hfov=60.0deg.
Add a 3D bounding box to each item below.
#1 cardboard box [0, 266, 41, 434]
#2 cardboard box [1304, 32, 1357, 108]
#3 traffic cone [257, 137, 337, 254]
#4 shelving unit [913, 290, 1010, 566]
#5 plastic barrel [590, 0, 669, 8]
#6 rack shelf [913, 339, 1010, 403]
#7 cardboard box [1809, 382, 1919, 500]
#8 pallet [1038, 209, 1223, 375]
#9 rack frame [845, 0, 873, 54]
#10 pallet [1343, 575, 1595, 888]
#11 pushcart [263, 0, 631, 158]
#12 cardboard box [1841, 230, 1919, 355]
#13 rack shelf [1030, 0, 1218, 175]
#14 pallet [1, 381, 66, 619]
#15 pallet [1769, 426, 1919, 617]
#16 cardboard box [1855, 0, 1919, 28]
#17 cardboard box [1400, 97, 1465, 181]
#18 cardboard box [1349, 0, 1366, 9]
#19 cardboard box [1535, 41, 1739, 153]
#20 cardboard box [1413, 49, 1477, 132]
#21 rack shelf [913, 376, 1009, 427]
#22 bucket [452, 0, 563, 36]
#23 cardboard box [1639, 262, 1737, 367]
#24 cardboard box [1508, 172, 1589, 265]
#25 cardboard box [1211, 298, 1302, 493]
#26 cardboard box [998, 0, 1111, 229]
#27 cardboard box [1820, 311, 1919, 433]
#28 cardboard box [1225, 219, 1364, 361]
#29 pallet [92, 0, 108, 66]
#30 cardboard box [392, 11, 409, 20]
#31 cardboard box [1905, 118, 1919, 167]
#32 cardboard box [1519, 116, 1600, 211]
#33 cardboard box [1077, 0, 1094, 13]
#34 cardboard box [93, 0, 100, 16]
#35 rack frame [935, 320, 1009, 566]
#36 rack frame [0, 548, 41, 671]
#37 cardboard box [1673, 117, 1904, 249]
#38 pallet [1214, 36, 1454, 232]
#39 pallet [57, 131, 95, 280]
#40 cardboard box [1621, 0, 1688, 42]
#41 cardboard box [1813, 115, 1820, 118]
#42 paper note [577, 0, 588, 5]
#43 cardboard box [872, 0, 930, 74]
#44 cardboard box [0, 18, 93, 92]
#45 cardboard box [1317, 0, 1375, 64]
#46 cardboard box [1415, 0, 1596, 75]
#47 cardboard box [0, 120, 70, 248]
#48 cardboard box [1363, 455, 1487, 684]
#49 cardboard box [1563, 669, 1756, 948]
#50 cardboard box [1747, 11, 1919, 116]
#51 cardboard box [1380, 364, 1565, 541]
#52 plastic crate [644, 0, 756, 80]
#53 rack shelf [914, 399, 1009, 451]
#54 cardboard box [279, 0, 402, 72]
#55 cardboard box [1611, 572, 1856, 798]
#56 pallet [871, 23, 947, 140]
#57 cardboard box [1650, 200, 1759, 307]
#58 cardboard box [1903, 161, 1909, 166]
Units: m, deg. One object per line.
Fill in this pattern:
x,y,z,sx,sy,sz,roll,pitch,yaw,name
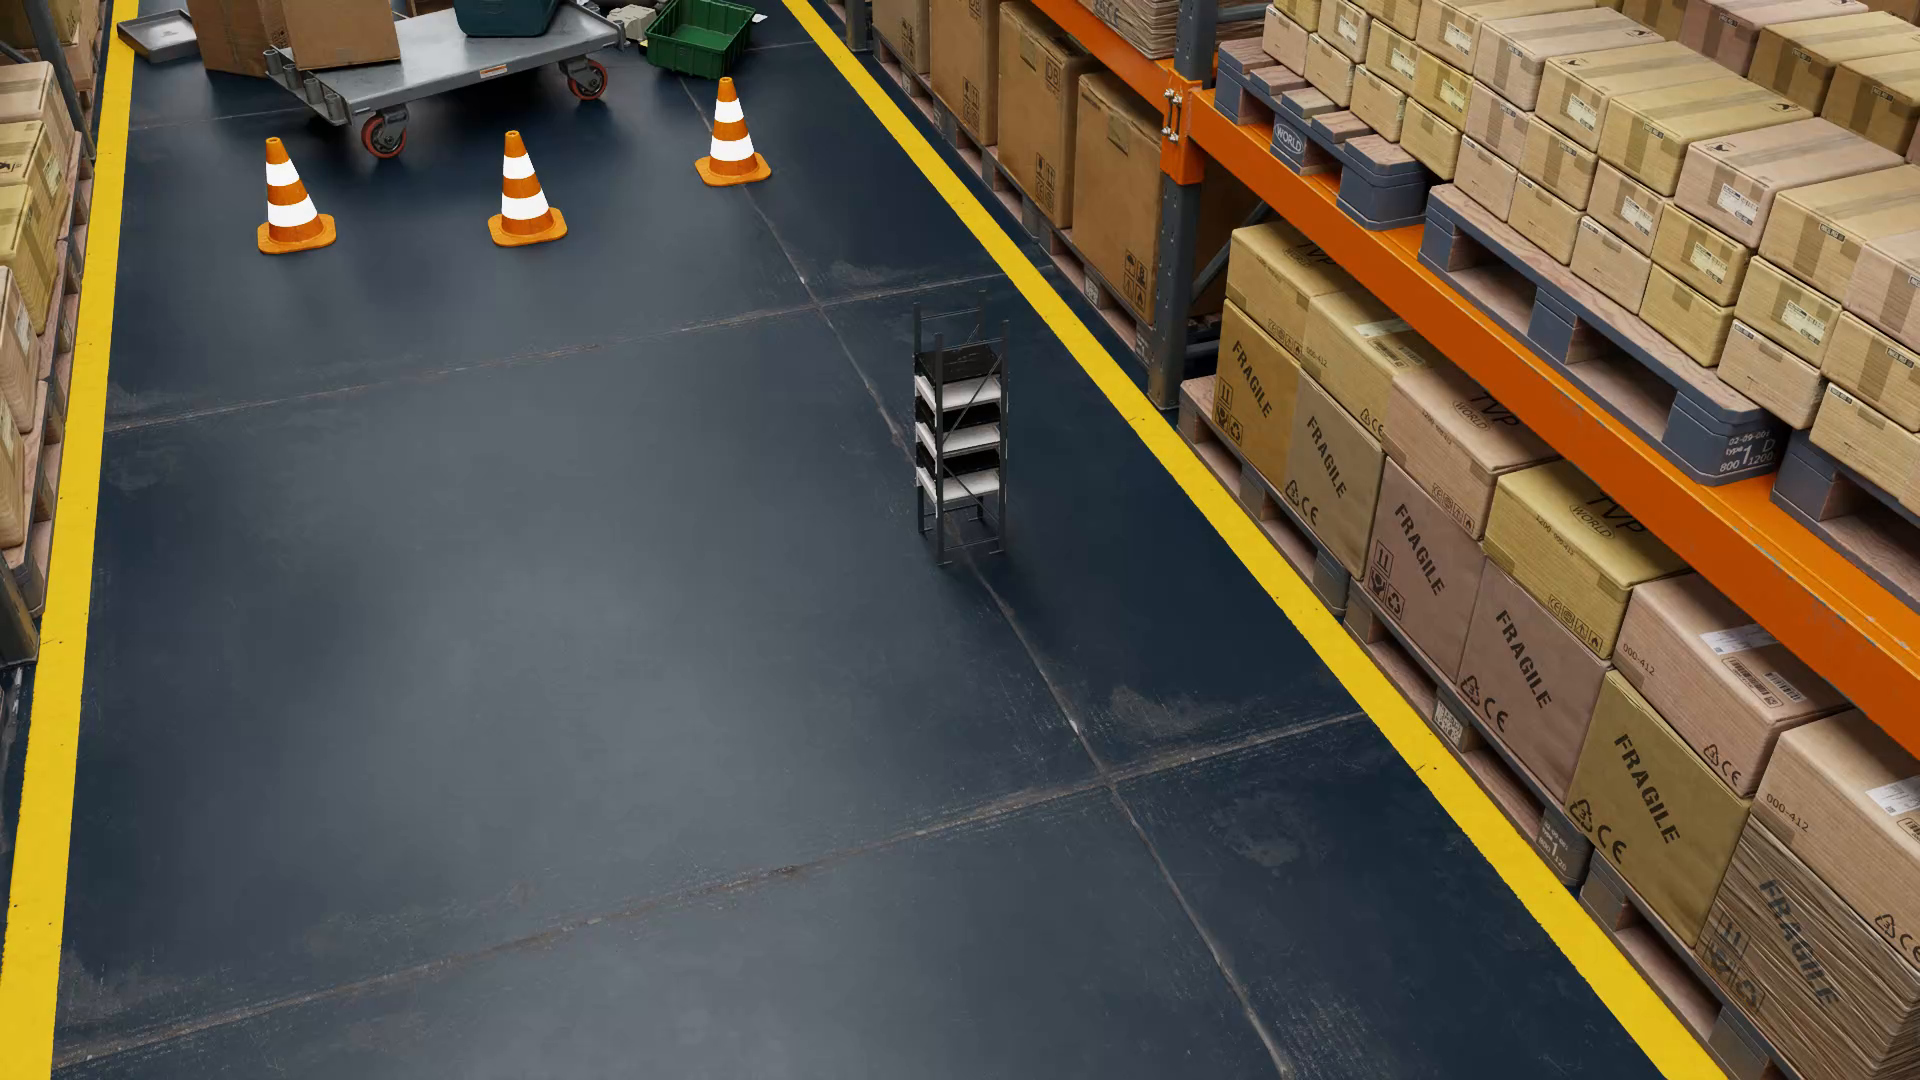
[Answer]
-3.840,-0.597,5.885,0.950,0.372,0.625,-13,39,-17,cardboard box
1.276,-1.446,5.036,0.380,0.149,0.250,-11,38,-14,cardboard box
-3.029,-1.578,7.461,0.336,0.463,0.334,-12,39,-16,traffic cone
0.003,-0.355,5.473,0.258,0.900,0.210,-12,39,-16,shelving unit
-1.988,-3.378,9.883,0.512,0.421,0.421,12,39,16,plastic barrel
0.003,-0.544,5.331,0.258,0.077,0.200,-12,39,-16,rack shelf
2.013,-0.245,3.442,0.380,0.149,0.250,-14,39,-18,cardboard box
1.019,-1.172,7.130,1.003,0.211,1.213,-12,39,-16,pallet
-0.157,-4.084,8.679,1.000,3.000,0.127,-12,39,-16,rack frame
1.903,0.419,5.018,1.003,0.211,1.213,-12,39,-16,pallet
-2.647,-2.455,8.696,1.648,0.377,0.936,-27,45,-31,pushcart
2.003,-0.503,3.289,0.380,0.149,0.250,-13,39,-16,cardboard box
0.531,-2.667,7.396,1.077,0.370,4.000,-12,39,-16,rack shelf
-3.661,-0.071,5.668,1.003,0.211,1.213,-12,39,-16,pallet
2.469,0.050,3.350,1.003,0.211,1.213,-12,39,-16,pallet
5.257,-2.976,8.919,0.700,0.500,0.500,-9,38,-12,cardboard box
1.463,-1.141,4.632,0.380,0.149,0.250,-11,38,-14,cardboard box
1.291,-1.677,4.849,0.380,0.149,0.250,-13,39,-17,cardboard box
1.650,-1.086,4.064,0.380,0.149,0.250,-11,38,-15,cardboard box
1.474,-1.251,4.530,0.380,0.149,0.250,-12,39,-16,cardboard box
0.003,-0.472,5.385,0.258,0.077,0.200,-12,39,-16,rack shelf
-2.369,-2.983,8.675,0.726,0.611,0.620,0,47,0,bucket
1.822,-0.551,3.848,0.380,0.149,0.250,-11,38,-14,cardboard box
1.642,-0.849,4.243,0.380,0.149,0.250,-12,39,-15,cardboard box
1.223,-0.541,5.704,0.500,0.500,0.500,-14,39,-18,cardboard box
0.790,-1.949,7.366,1.050,0.750,0.750,-12,39,-15,cardboard box
2.001,-0.378,3.371,0.380,0.149,0.250,-14,39,-17,cardboard box
1.229,-0.854,5.496,0.500,0.250,0.500,-14,39,-18,cardboard box
-5.458,-2.951,9.492,1.003,0.211,1.213,-12,39,-16,pallet
-3.035,-2.815,9.266,0.396,0.266,0.258,19,41,23,cardboard box
2.446,-0.918,3.841,0.380,0.149,0.250,-11,38,-14,cardboard box
1.641,-0.969,4.156,0.380,0.149,0.250,-13,39,-16,cardboard box
0.642,-2.345,6.287,0.500,0.500,0.500,-12,39,-16,cardboard box
-5.099,-3.059,9.255,0.500,0.250,0.500,-13,39,-17,cardboard box
0.038,-0.297,5.397,0.240,0.900,0.006,-12,39,-16,rack frame
-3.394,-0.743,4.243,1.000,3.000,0.127,-12,39,-16,rack frame
1.826,-0.793,3.675,0.380,0.149,0.250,-14,39,-18,cardboard box
1.564,-1.367,5.232,1.213,0.211,1.003,-12,39,-16,pallet
-4.501,-1.449,7.498,1.003,0.211,1.213,-12,39,-16,pallet
2.088,-1.507,4.623,0.380,0.149,0.250,-11,38,-15,cardboard box
2.263,-1.098,4.327,0.380,0.149,0.250,-11,38,-15,cardboard box
-2.343,-3.283,10.090,0.172,0.023,0.155,0,37,0,paper note
0.141,-3.021,8.789,1.050,0.750,0.750,-13,39,-16,cardboard box
-4.720,-2.461,8.460,0.500,0.250,0.500,-14,39,-18,cardboard box
1.292,-1.543,4.918,0.380,0.149,0.250,-11,38,-14,cardboard box
1.462,-1.388,4.465,0.380,0.149,0.250,-14,39,-18,cardboard box
-4.337,-1.419,6.976,0.950,0.372,0.625,-10,38,-13,cardboard box
1.580,0.031,4.944,0.500,0.500,0.500,-13,39,-17,cardboard box
1.928,0.610,4.176,0.500,0.500,0.500,-13,39,-17,cardboard box
2.261,-1.217,4.237,0.380,0.149,0.250,-11,38,-14,cardboard box
1.562,-0.285,4.741,0.500,0.250,0.500,-12,39,-16,cardboard box
-1.447,-2.811,9.278,0.450,0.188,0.662,14,38,2,plastic crate
0.003,-0.400,5.439,0.258,0.077,0.200,-12,39,-16,rack shelf
-3.109,-2.692,8.279,0.500,0.500,0.500,-12,39,-16,cardboard box
1.938,0.305,3.958,0.500,0.250,0.500,-11,38,-14,cardboard box
0.179,-2.550,8.960,1.003,0.211,1.213,-12,39,-16,pallet
1.816,-0.679,3.771,0.380,0.149,0.250,-12,39,-16,cardboard box
2.436,-0.809,3.944,0.380,0.149,0.250,-13,39,-17,cardboard box
